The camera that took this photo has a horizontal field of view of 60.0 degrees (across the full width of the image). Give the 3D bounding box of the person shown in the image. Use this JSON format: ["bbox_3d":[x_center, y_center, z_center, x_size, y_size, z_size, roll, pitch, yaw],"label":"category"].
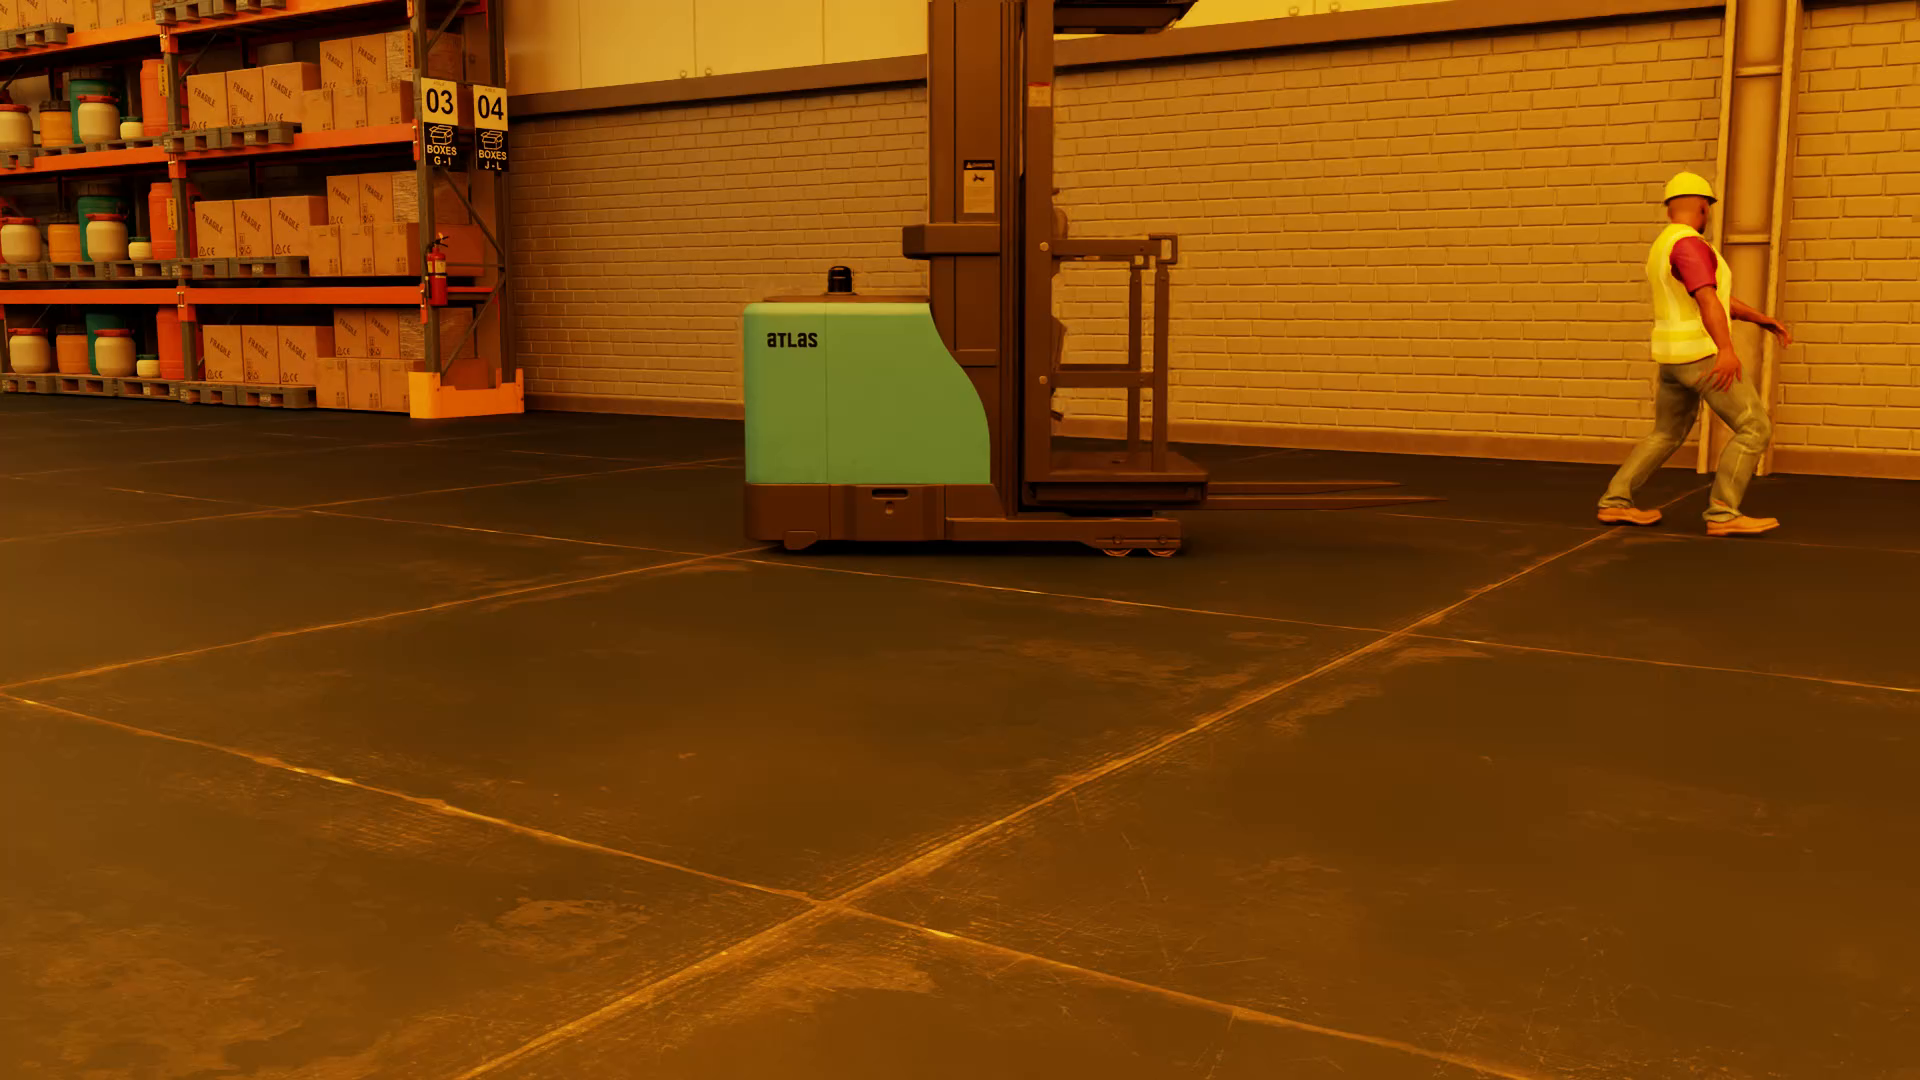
[{"bbox_3d":[3.516,-0.872,7.788,0.817,1.690,0.753,0,8,1],"label":"person"}]

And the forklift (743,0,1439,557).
[{"bbox_3d":[0.579,-1.453,7.412,3.031,2.935,1.130,0,8,0],"label":"forklift"}]
